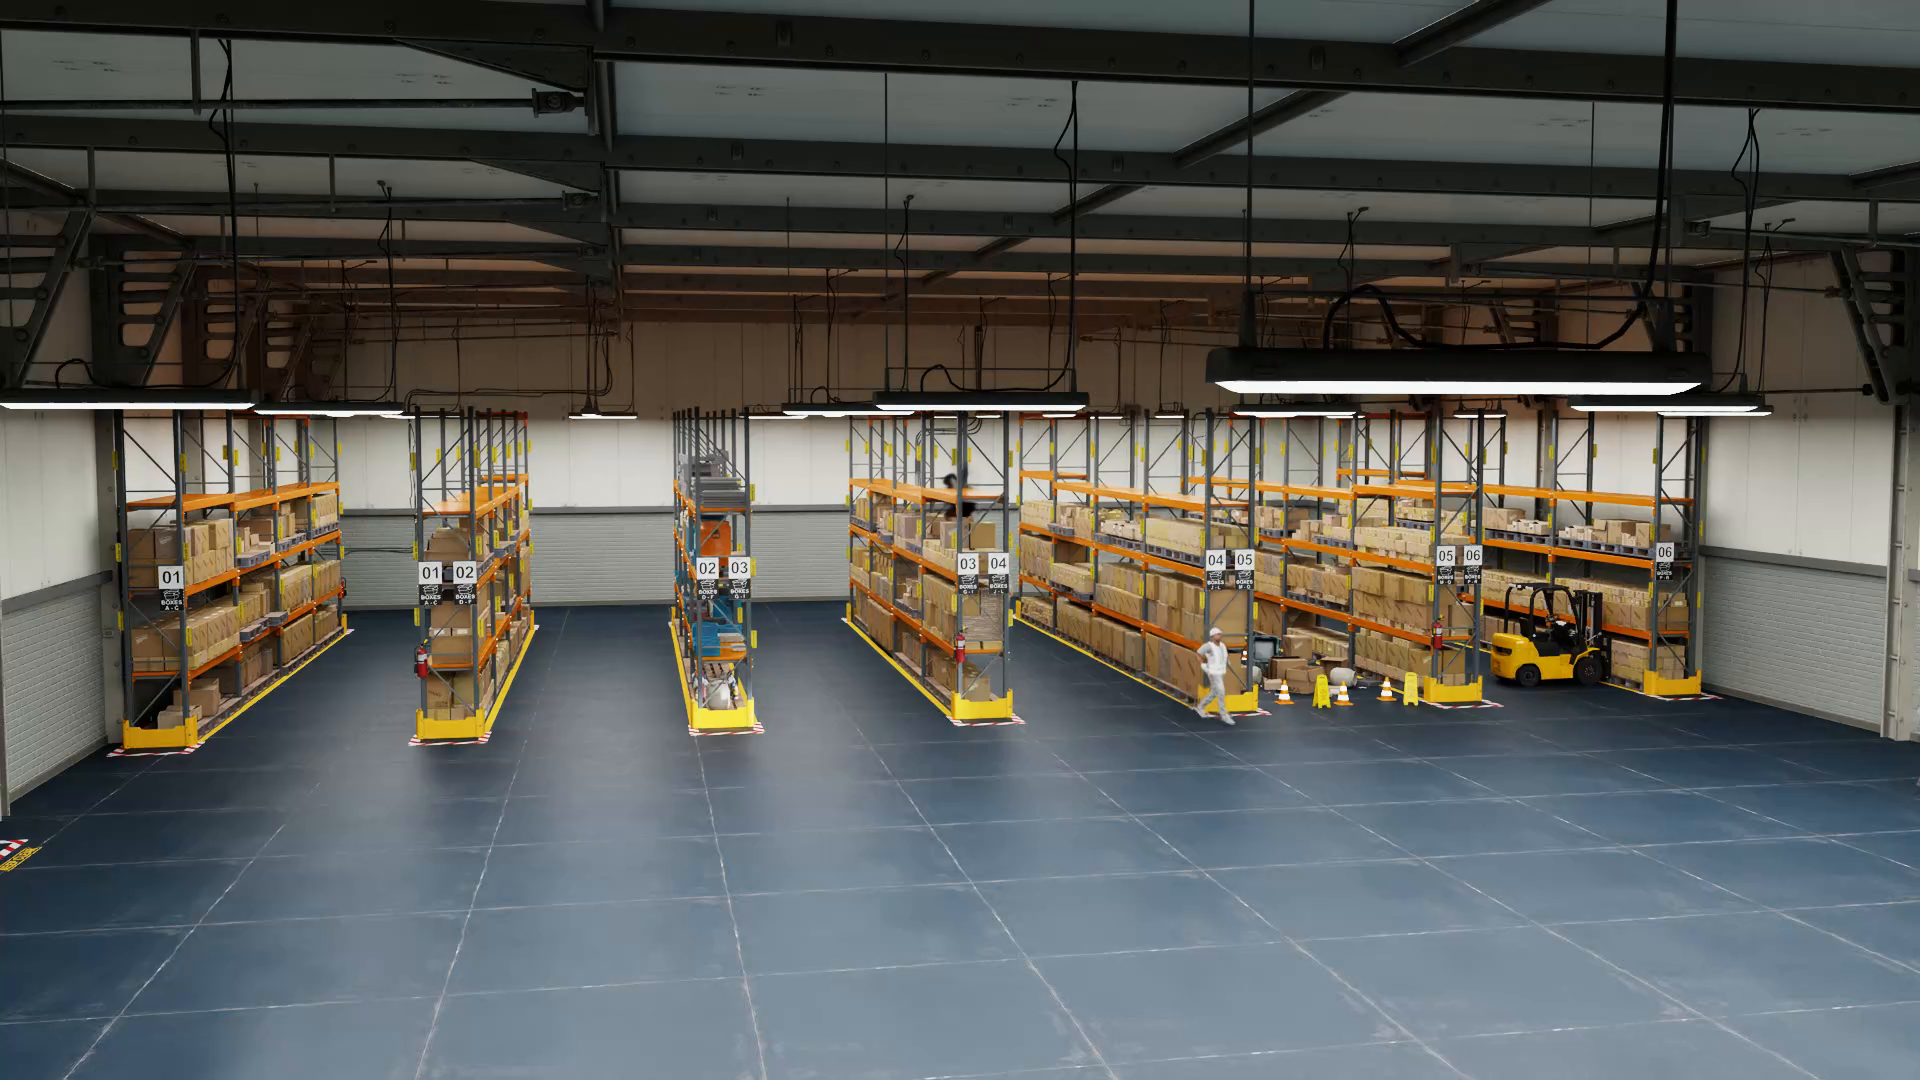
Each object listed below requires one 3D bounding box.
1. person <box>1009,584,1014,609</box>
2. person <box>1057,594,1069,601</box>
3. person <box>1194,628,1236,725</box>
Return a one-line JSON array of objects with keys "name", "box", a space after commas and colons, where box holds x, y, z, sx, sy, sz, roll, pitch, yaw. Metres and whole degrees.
[{"name": "person", "box": [1.190, 1.724, 44.589, 0.544, 1.637, 0.624, 0, 4, -7]}, {"name": "person", "box": [3.083, 1.327, 49.651, 0.513, 1.735, 0.734, 4, 6, 44]}, {"name": "person", "box": [4.915, 2.568, 31.696, 0.894, 1.784, 0.751, 3, 5, 38]}]
